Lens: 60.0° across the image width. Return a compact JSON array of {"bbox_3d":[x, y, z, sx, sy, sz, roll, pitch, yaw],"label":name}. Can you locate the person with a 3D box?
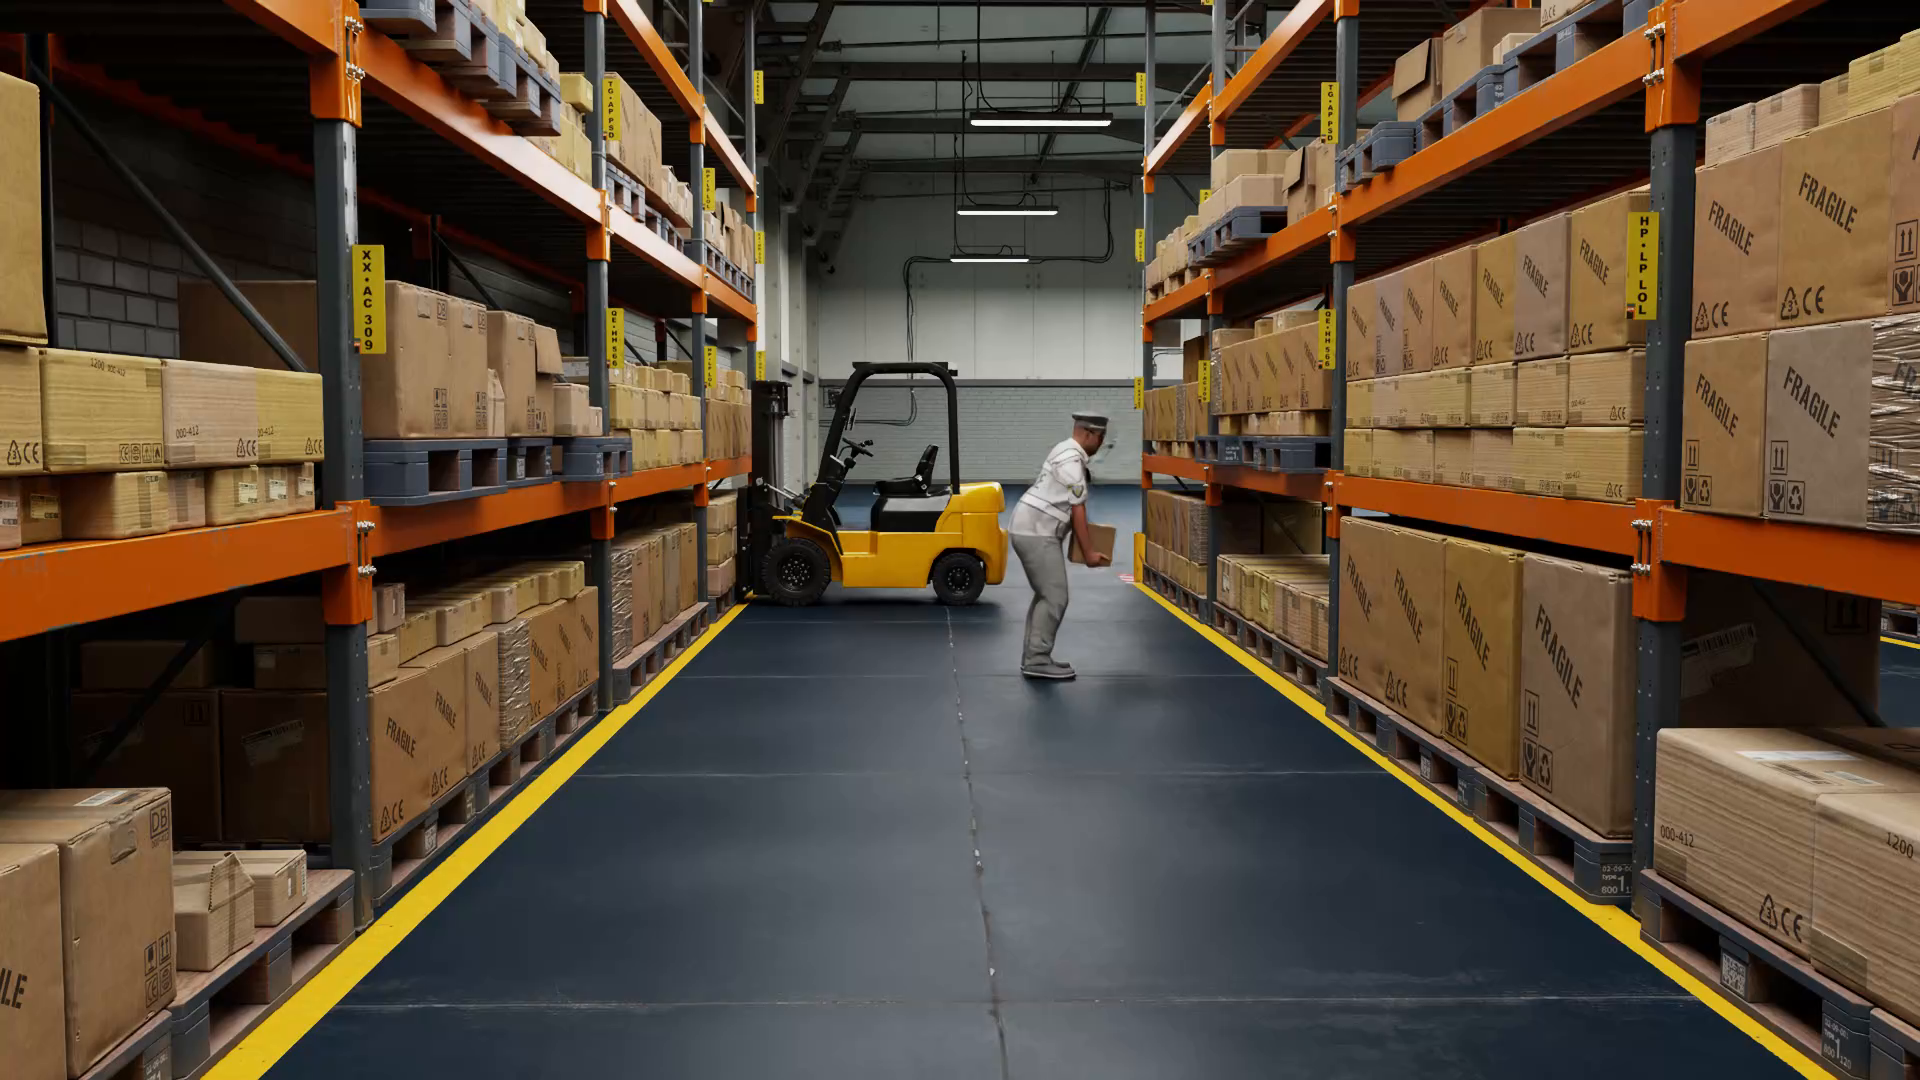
[{"bbox_3d":[0.620,0.022,10.502,0.641,1.675,0.478,0,4,-2],"label":"person"}]
